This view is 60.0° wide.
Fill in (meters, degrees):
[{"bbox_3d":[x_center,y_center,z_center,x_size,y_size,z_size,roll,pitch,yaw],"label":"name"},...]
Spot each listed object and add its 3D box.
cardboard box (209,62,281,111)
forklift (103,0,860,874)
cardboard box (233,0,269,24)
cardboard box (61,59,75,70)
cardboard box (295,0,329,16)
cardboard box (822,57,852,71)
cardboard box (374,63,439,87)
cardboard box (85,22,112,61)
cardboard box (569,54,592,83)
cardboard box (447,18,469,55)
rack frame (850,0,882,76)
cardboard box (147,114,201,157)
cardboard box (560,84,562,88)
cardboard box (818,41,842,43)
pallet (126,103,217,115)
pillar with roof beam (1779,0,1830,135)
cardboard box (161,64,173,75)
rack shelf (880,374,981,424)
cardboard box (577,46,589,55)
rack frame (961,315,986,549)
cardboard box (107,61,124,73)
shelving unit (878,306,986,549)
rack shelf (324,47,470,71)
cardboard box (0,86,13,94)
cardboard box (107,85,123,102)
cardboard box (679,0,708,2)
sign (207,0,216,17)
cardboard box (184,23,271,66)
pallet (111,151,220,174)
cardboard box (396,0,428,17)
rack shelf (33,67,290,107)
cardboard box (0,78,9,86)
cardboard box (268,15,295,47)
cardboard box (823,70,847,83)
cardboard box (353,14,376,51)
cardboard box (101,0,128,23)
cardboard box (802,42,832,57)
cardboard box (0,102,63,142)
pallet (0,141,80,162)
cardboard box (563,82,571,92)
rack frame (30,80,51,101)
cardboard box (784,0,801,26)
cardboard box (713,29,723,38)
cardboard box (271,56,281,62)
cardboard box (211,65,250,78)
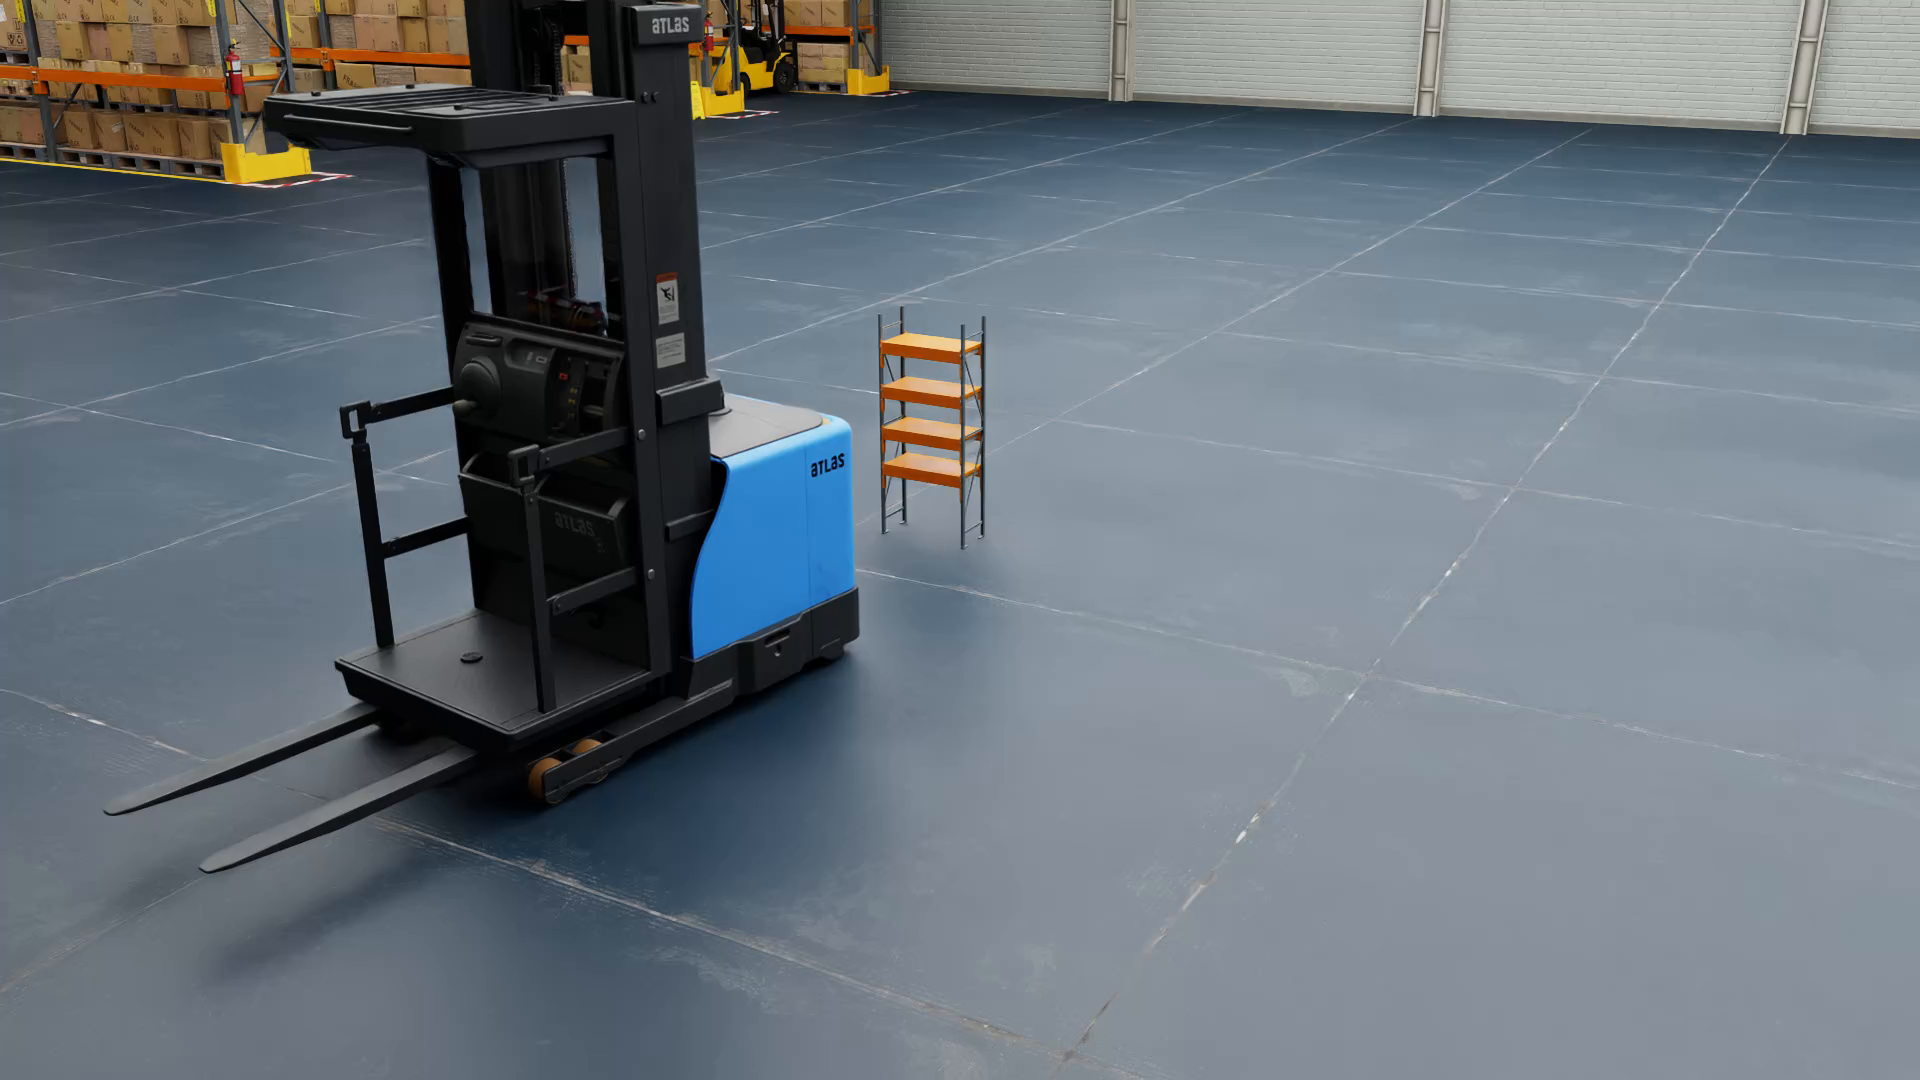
[{"bbox_3d":[-12.385,-7.900,28.929,0.750,0.750,1.050,11,23,28],"label":"cardboard box"},{"bbox_3d":[-1.743,-0.589,6.190,1.130,2.935,3.031,15,25,35],"label":"forklift"},{"bbox_3d":[-9.508,-7.072,21.913,0.500,0.500,0.500,11,23,27],"label":"cardboard box"},{"bbox_3d":[-12.168,-6.586,22.990,0.250,0.149,0.380,11,23,27],"label":"cardboard box"},{"bbox_3d":[-10.582,-8.965,27.569,0.500,0.500,0.700,10,22,26],"label":"cardboard box"},{"bbox_3d":[-2.487,-9.799,34.163,0.500,0.250,0.500,10,22,27],"label":"cardboard box"},{"bbox_3d":[-8.842,-7.292,27.069,0.875,0.875,0.875,11,23,28],"label":"cardboard box"},{"bbox_3d":[-11.385,-6.855,22.780,0.500,0.500,0.875,11,23,27],"label":"cardboard box"},{"bbox_3d":[-6.963,-8.851,31.184,0.500,0.500,0.500,12,23,29],"label":"cardboard box"},{"bbox_3d":[-7.490,-7.906,26.042,0.550,0.550,0.875,11,23,27],"label":"cardboard box"},{"bbox_3d":[-1.910,-10.671,33.884,0.127,3.000,1.000,11,23,27],"label":"rack frame"},{"bbox_3d":[-10.773,-5.573,22.879,0.500,0.500,0.500,13,24,32],"label":"cardboard box"},{"bbox_3d":[-7.548,-8.101,30.461,0.500,0.500,0.500,-7,21,-20],"label":"cardboard box"},{"bbox_3d":[-2.675,-10.264,34.713,0.500,0.250,0.500,11,23,27],"label":"cardboard box"},{"bbox_3d":[-14.319,-7.852,30.203,1.213,0.211,1.003,11,23,27],"label":"pallet"},{"bbox_3d":[11.536,-9.600,22.135,0.400,9.000,9.100,11,23,27],"label":"pillar with roof beam"},{"bbox_3d":[-10.380,-6.279,22.143,0.250,0.149,0.380,11,23,27],"label":"cardboard box"},{"bbox_3d":[-0.145,-0.739,8.683,0.480,0.148,0.258,11,23,27],"label":"rack shelf"},{"bbox_3d":[-6.907,-9.118,30.969,0.250,0.149,0.380,12,23,29],"label":"cardboard box"},{"bbox_3d":[0.069,-0.551,8.625,0.015,1.200,0.240,11,23,27],"label":"rack frame"},{"bbox_3d":[-11.296,-6.419,22.530,0.250,0.149,0.380,11,23,27],"label":"cardboard box"},{"bbox_3d":[-0.145,-0.592,8.736,0.503,1.200,0.258,11,23,27],"label":"shelving unit"},{"bbox_3d":[-8.399,-7.697,26.740,4.000,0.370,1.077,11,23,27],"label":"rack shelf"},{"bbox_3d":[-18.086,-8.612,31.772,0.250,0.149,0.380,10,22,26],"label":"cardboard box"},{"bbox_3d":[-15.261,-8.257,30.280,0.500,0.500,0.500,10,22,25],"label":"cardboard box"},{"bbox_3d":[-4.880,-9.870,29.626,0.500,0.500,0.700,10,22,26],"label":"cardboard box"},{"bbox_3d":[-9.449,-6.774,20.978,0.005,0.325,0.100,11,23,27],"label":"sign"},{"bbox_3d":[-9.627,-6.529,21.883,0.500,0.500,0.875,11,23,27],"label":"cardboard box"},{"bbox_3d":[-10.980,-5.293,23.148,1.213,0.211,1.003,11,23,27],"label":"pallet"},{"bbox_3d":[-8.432,-8.601,26.373,0.500,0.550,0.875,11,23,27],"label":"cardboard box"},{"bbox_3d":[-10.907,-6.237,22.715,4.000,0.370,1.077,11,23,27],"label":"rack shelf"},{"bbox_3d":[-18.044,-8.733,31.671,0.250,0.149,0.380,10,22,25],"label":"cardboard box"},{"bbox_3d":[-11.172,-8.506,27.768,0.500,0.500,0.500,11,22,27],"label":"cardboard box"},{"bbox_3d":[-2.474,-9.560,34.238,0.500,0.250,0.500,11,23,28],"label":"cardboard box"},{"bbox_3d":[-9.326,-8.296,27.116,0.550,0.550,0.875,11,23,27],"label":"cardboard box"},{"bbox_3d":[-11.068,-7.168,22.179,0.500,0.500,0.500,11,23,27],"label":"cardboard box"},{"bbox_3d":[-2.913,-10.113,34.296,0.500,0.250,0.500,11,23,28],"label":"cardboard box"},{"bbox_3d":[-13.585,-6.133,24.394,0.500,0.500,0.700,11,22,27],"label":"cardboard box"},{"bbox_3d":[-13.333,-5.726,24.341,1.213,0.211,1.003,11,23,27],"label":"pallet"},{"bbox_3d":[-7.436,-8.584,31.548,0.500,0.250,0.500,10,22,25],"label":"cardboard box"},{"bbox_3d":[-17.130,-9.698,31.202,0.127,3.000,1.000,11,23,27],"label":"rack frame"},{"bbox_3d":[-3.364,-10.896,34.358,0.500,0.500,0.500,10,22,26],"label":"cardboard box"},{"bbox_3d":[-4.523,-9.193,30.177,0.250,0.149,0.380,11,23,28],"label":"cardboard box"},{"bbox_3d":[-14.223,-10.308,35.383,0.875,0.875,0.875,12,23,29],"label":"cardboard box"},{"bbox_3d":[-9.510,-6.111,21.680,0.250,0.149,0.380,11,23,27],"label":"cardboard box"}]
